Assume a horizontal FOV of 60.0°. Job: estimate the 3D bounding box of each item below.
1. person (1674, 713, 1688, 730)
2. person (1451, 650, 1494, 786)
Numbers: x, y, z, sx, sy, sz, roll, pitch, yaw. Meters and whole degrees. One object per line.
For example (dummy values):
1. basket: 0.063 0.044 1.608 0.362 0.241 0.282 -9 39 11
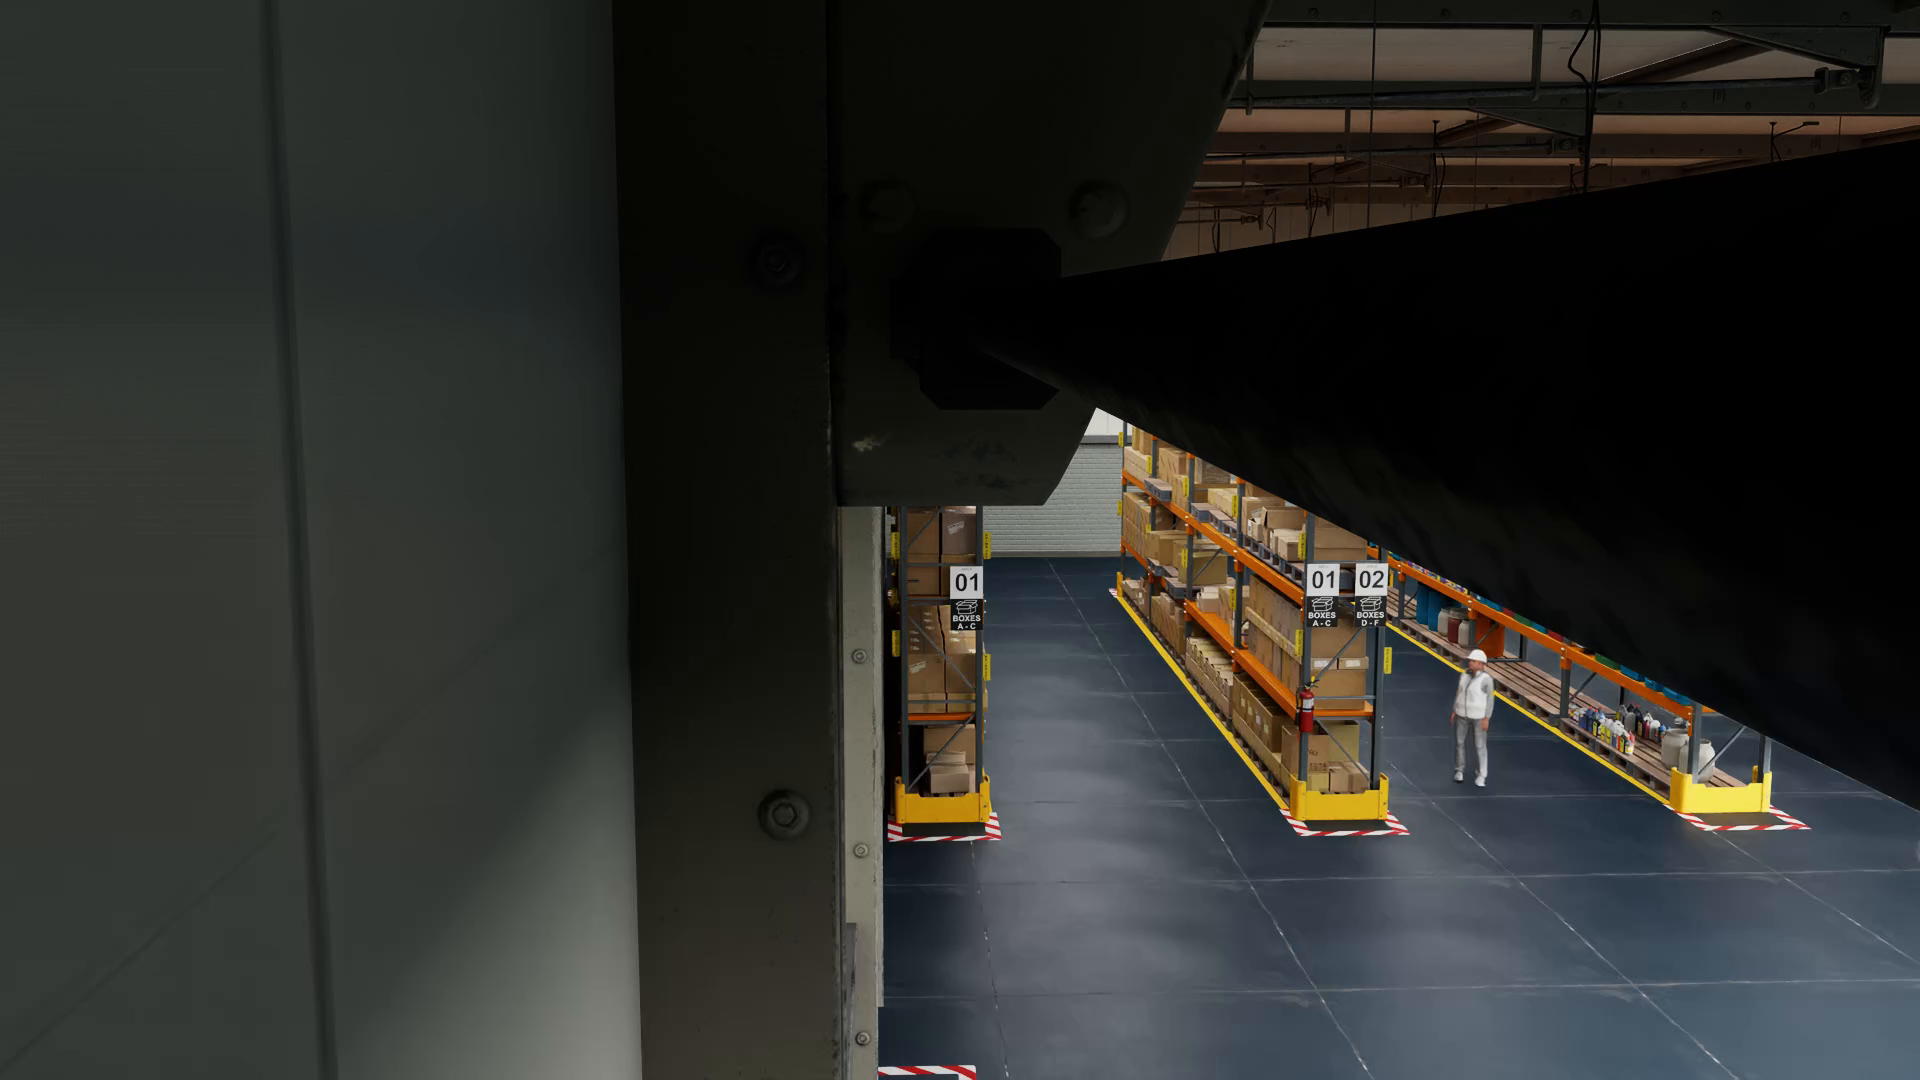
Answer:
1. person: 10.970 2.037 25.090 0.436 1.609 0.453 5 10 33
2. person: 6.829 2.347 22.172 0.577 1.782 0.414 7 10 39
